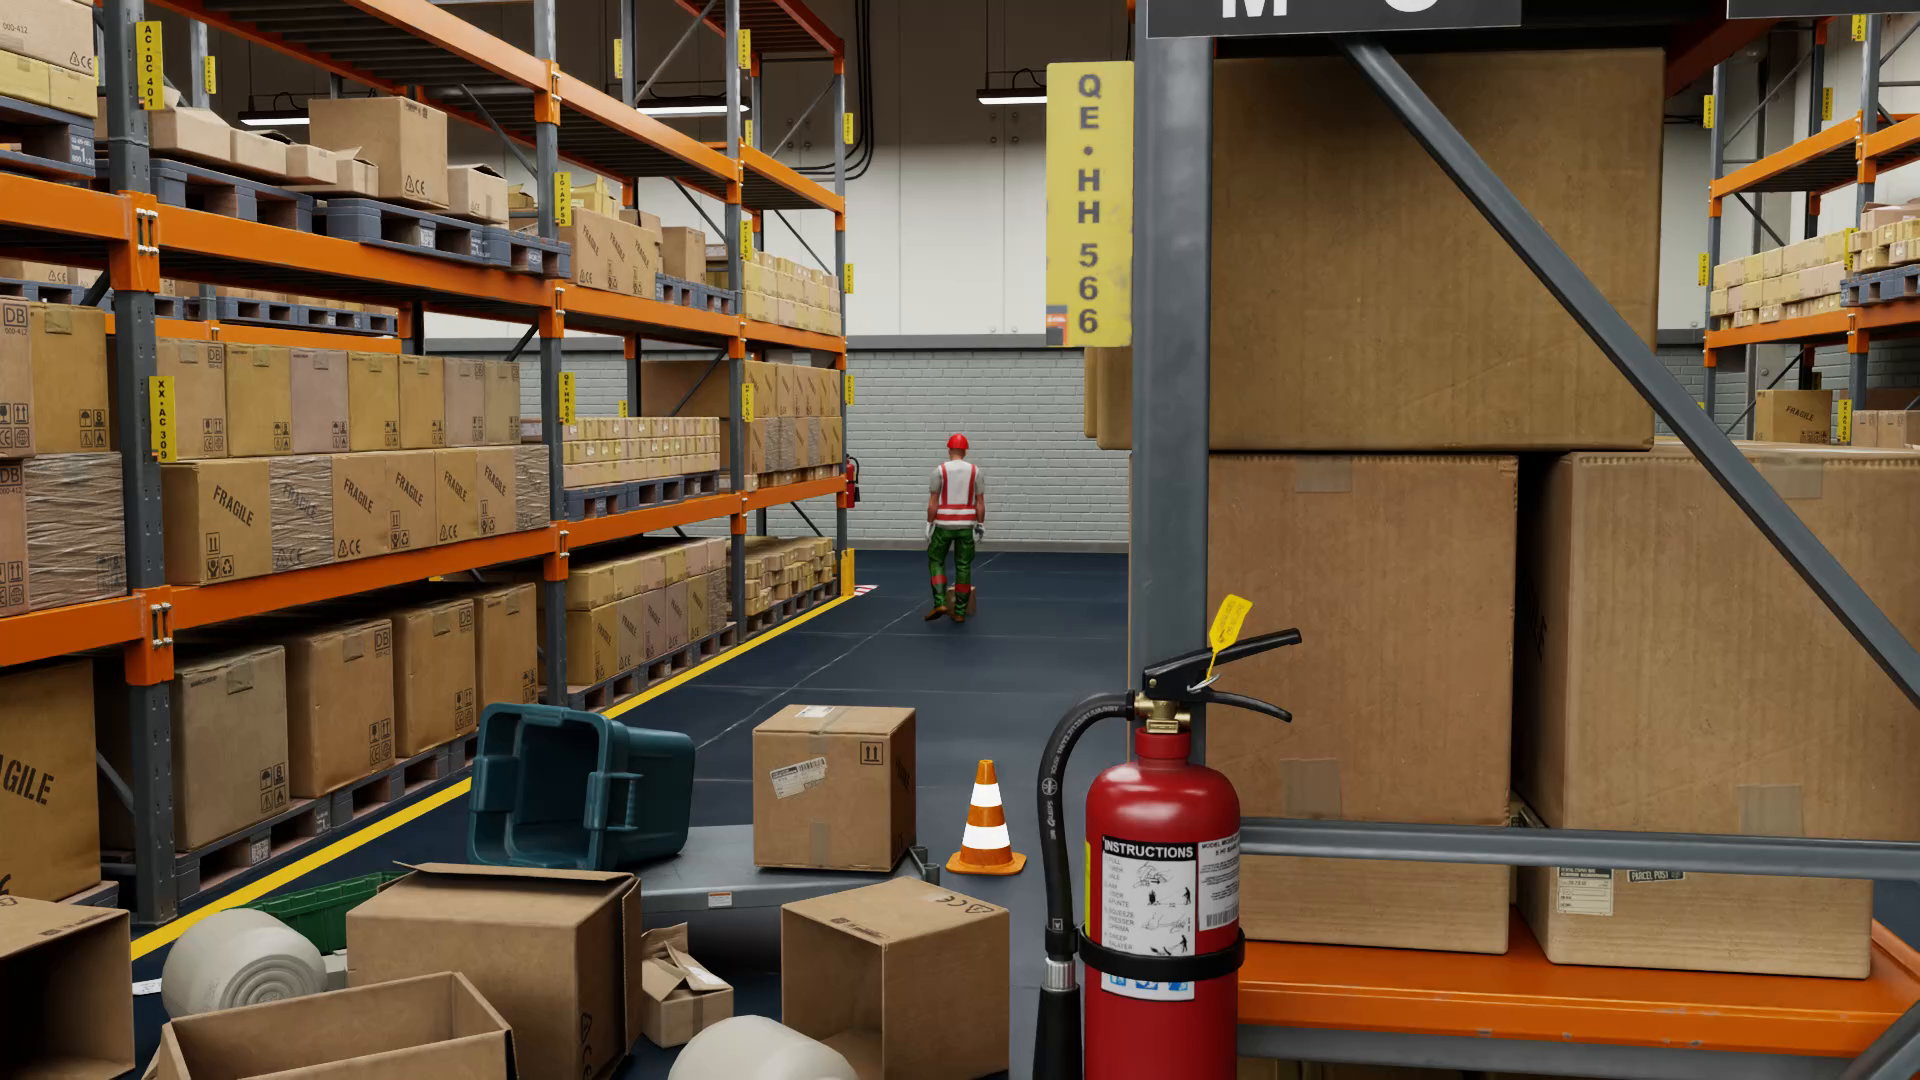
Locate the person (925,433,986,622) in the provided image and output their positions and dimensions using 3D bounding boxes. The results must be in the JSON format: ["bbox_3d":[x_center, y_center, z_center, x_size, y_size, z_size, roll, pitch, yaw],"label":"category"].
[{"bbox_3d":[-0.047,-0.121,15.868,0.592,1.794,0.387,-1,4,-11],"label":"person"}]
